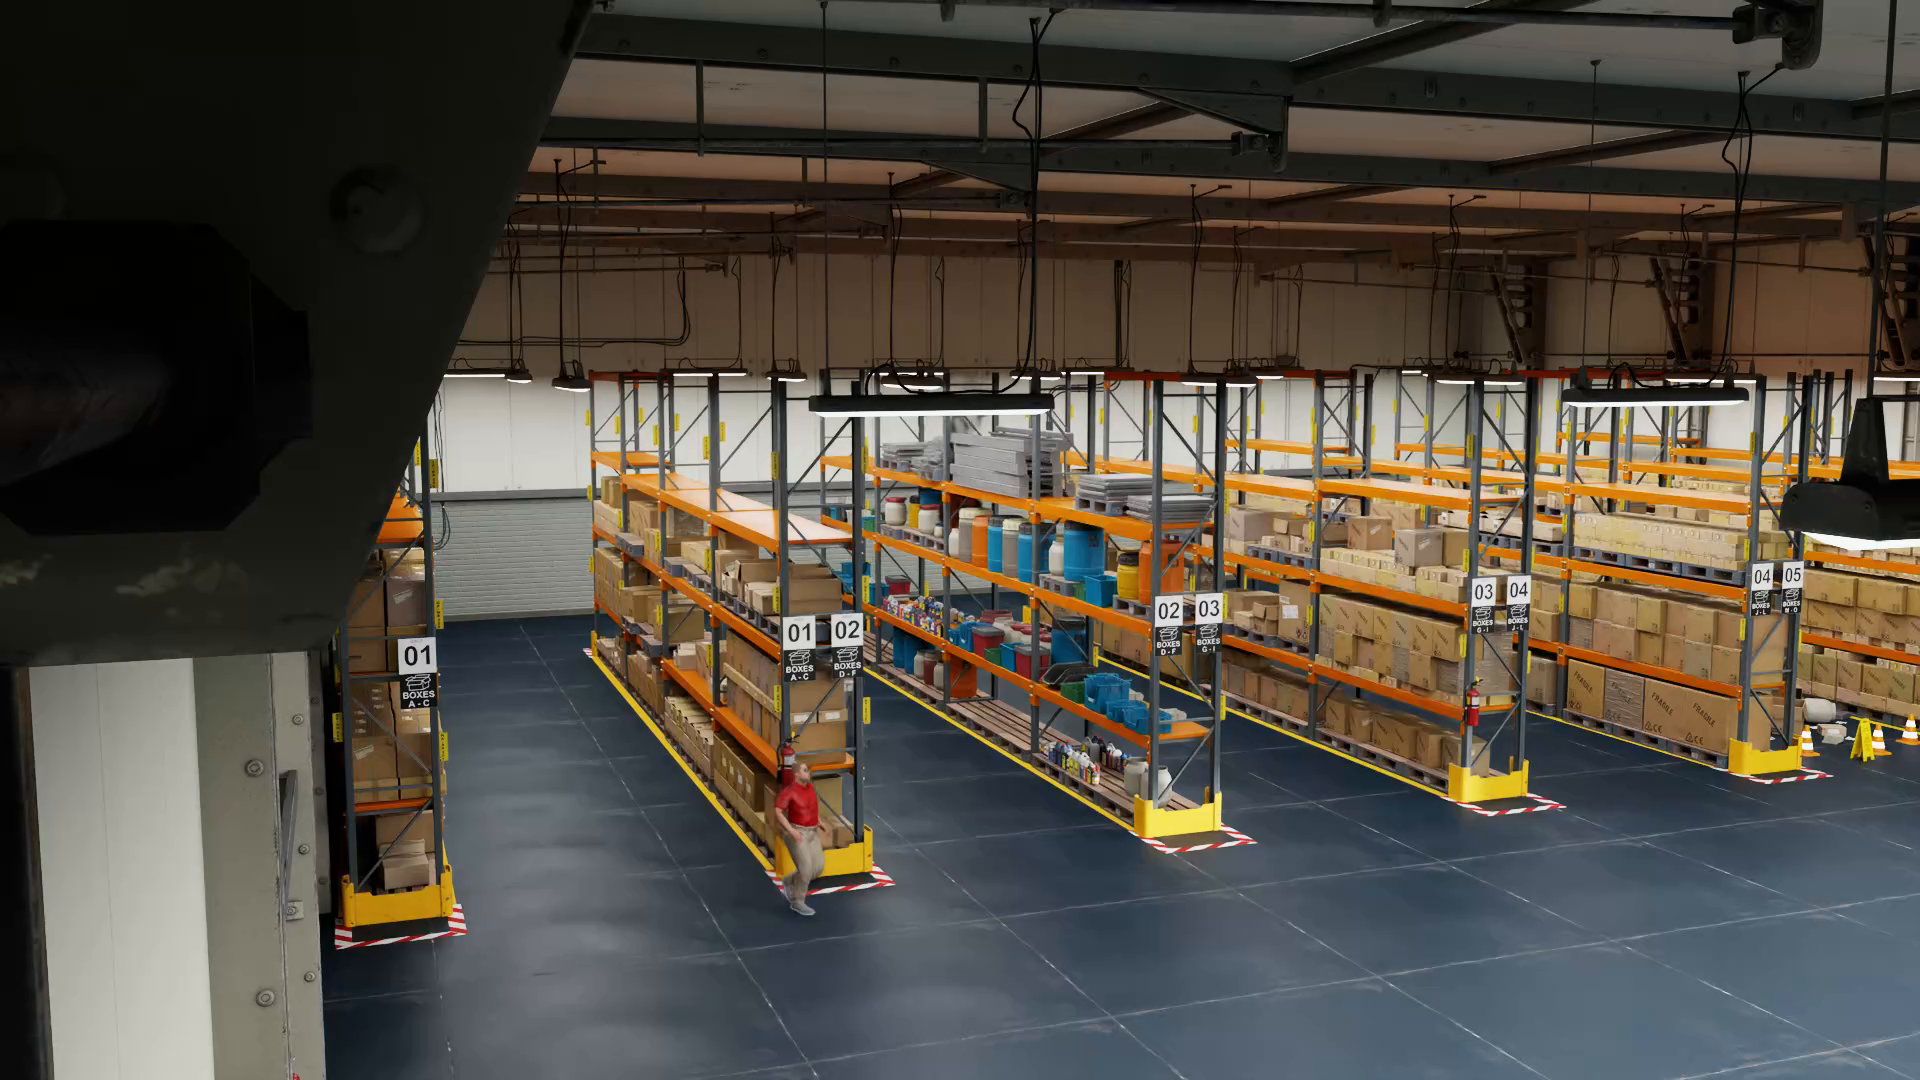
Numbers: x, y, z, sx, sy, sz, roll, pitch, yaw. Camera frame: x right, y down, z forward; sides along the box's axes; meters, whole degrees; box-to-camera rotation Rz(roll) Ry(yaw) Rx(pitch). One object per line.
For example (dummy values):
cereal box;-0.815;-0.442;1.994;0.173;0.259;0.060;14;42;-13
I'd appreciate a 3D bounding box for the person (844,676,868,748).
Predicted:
person;-1.785;2.457;26.922;0.575;1.691;0.909;-4;7;-30

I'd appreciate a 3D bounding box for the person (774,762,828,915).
person;-1.809;3.392;19.029;0.543;1.688;0.706;4;7;31

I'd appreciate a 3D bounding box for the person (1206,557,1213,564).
person;6.337;0.895;41.501;0.887;1.638;0.638;0;6;4
